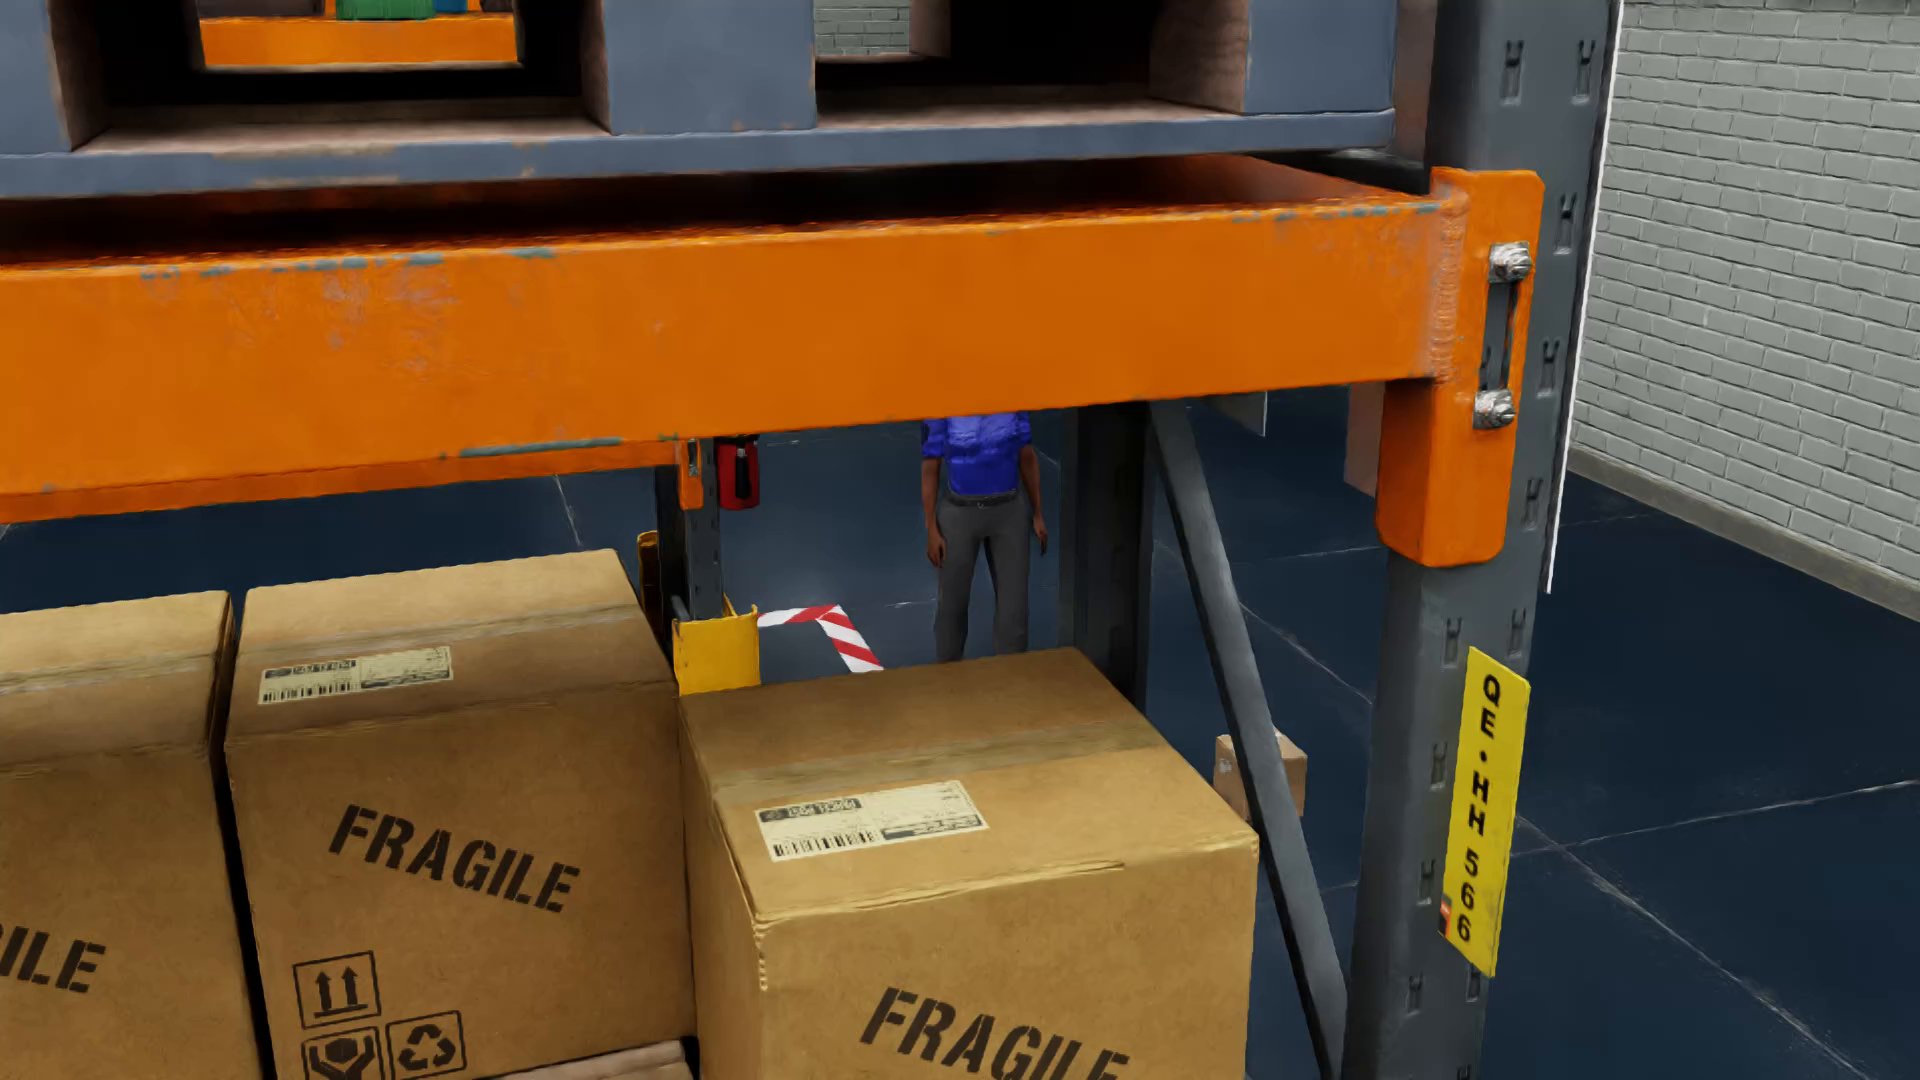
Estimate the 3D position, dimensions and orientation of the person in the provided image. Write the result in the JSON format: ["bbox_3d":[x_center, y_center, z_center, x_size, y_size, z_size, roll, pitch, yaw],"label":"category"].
[{"bbox_3d":[0.073,-0.062,6.676,0.519,1.663,0.406,-4,20,-12],"label":"person"}]
